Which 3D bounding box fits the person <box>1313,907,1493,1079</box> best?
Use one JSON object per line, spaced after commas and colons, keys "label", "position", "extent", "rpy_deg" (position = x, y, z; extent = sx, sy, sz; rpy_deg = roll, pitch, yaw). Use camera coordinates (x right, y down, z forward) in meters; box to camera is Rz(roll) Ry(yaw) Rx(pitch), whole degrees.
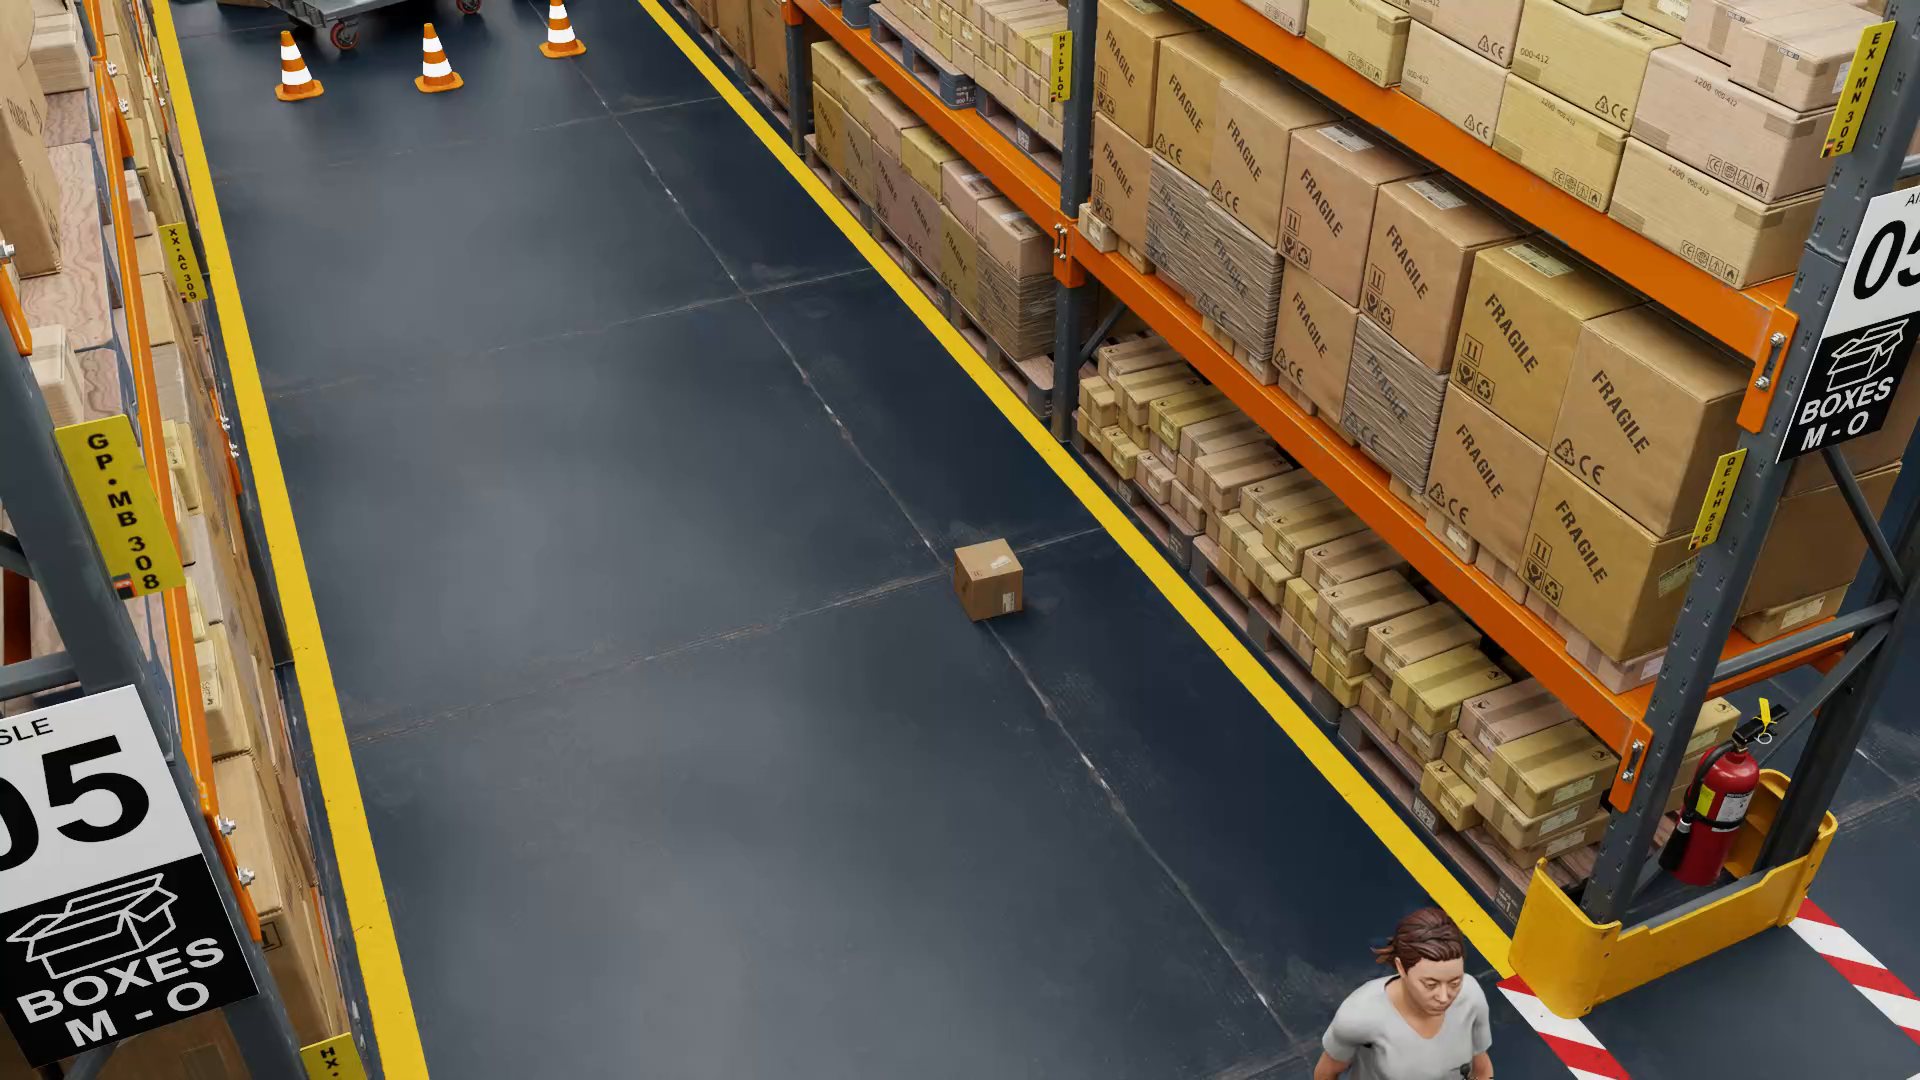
{"label": "person", "position": [1.255, 1.672, 4.655], "extent": [0.454, 1.602, 1.038], "rpy_deg": [-12, 39, -15]}
